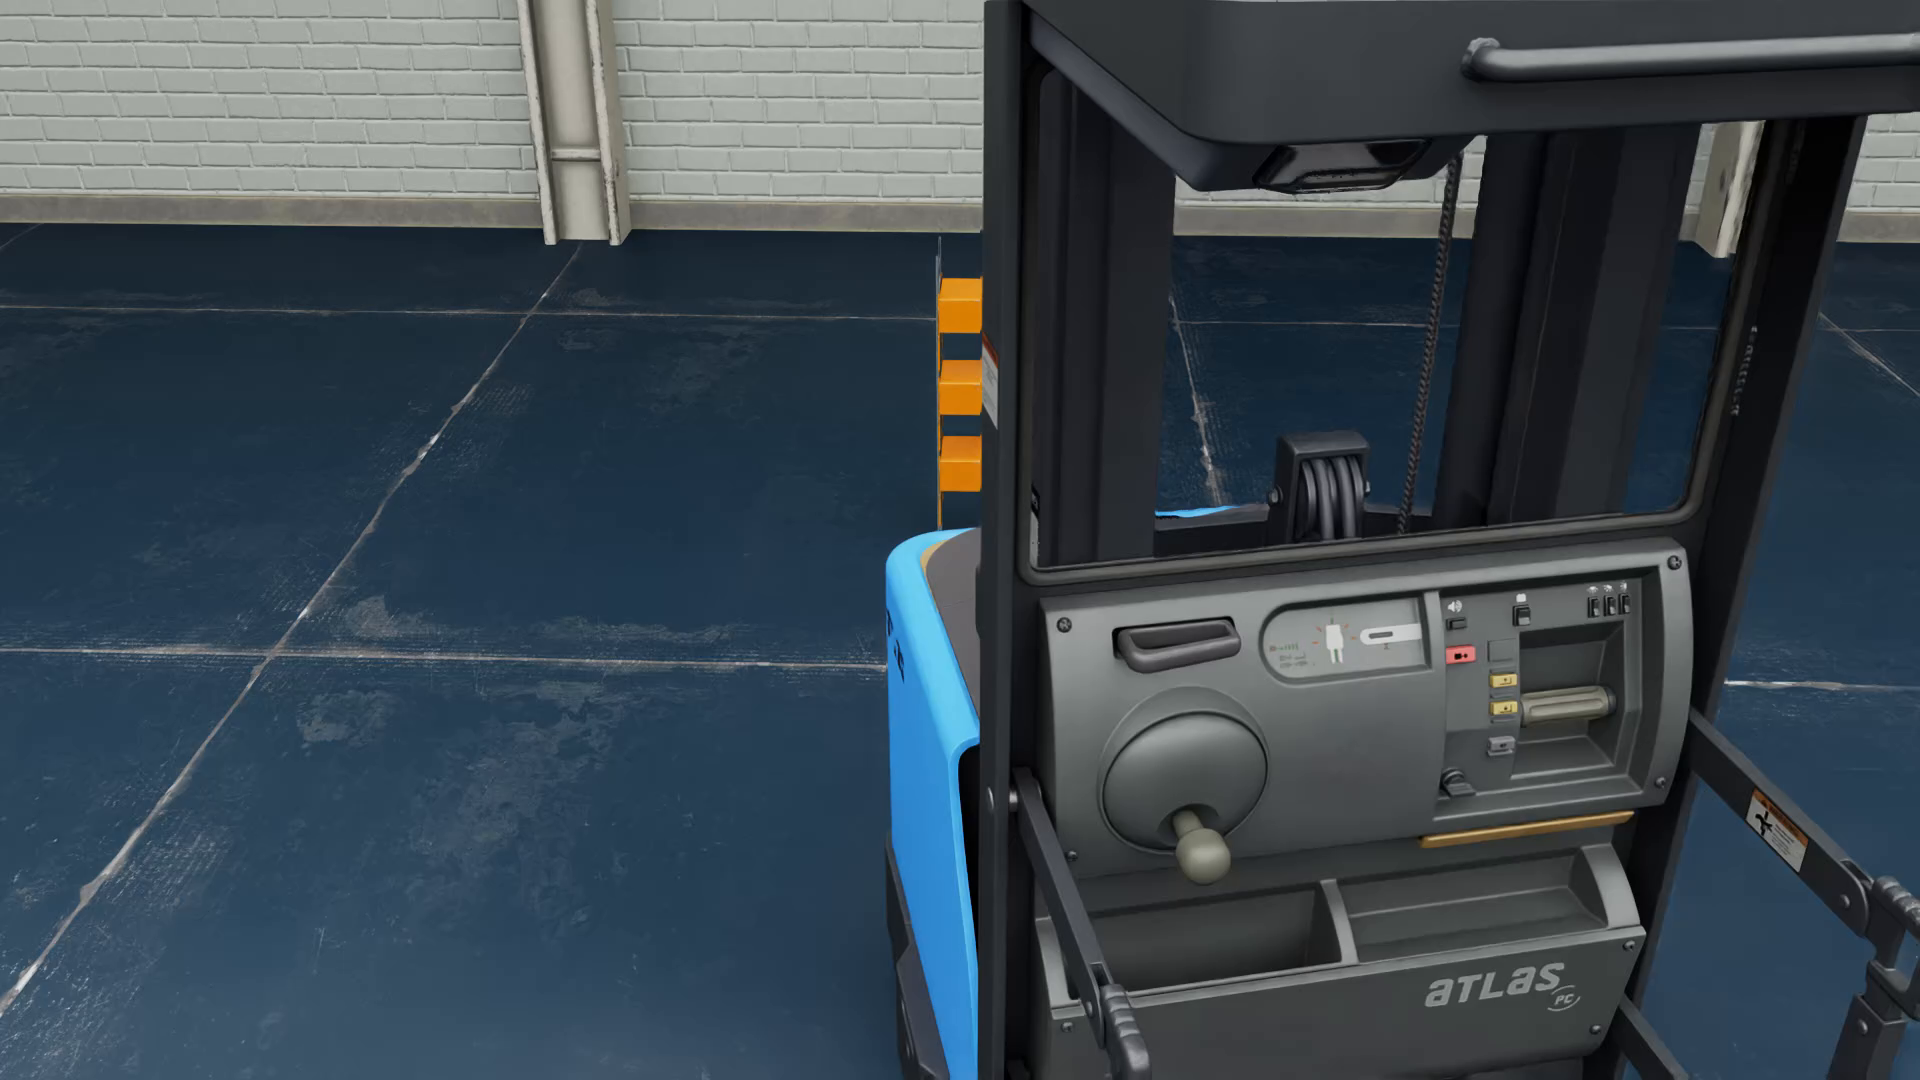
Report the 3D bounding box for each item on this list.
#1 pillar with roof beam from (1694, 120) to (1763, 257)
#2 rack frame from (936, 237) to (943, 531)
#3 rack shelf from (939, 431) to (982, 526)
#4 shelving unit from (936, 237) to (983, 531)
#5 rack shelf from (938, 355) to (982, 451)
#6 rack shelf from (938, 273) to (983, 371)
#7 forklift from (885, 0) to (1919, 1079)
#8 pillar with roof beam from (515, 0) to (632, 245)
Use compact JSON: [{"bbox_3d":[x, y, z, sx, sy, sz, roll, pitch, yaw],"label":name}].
[{"bbox_3d":[3.887,-3.469,2.687,0.400,9.000,9.100,1,28,2],"label":"pillar with roof beam"},{"bbox_3d":[-0.068,-0.465,5.506,0.008,1.050,0.200,1,28,2],"label":"rack frame"},{"bbox_3d":[0.053,-0.208,5.638,0.240,0.259,0.215,1,28,2],"label":"rack shelf"},{"bbox_3d":[0.053,-0.463,5.502,0.252,1.050,0.215,1,28,2],"label":"shelving unit"},{"bbox_3d":[0.053,-0.454,5.507,0.240,0.259,0.215,1,28,2],"label":"rack shelf"},{"bbox_3d":[0.053,-0.704,5.374,0.240,0.259,0.215,1,28,2],"label":"rack shelf"},{"bbox_3d":[0.617,0.274,2.104,1.130,2.935,3.031,-5,28,-10],"label":"forklift"},{"bbox_3d":[-2.110,-3.569,2.874,0.400,9.000,9.100,1,28,2],"label":"pillar with roof beam"}]
